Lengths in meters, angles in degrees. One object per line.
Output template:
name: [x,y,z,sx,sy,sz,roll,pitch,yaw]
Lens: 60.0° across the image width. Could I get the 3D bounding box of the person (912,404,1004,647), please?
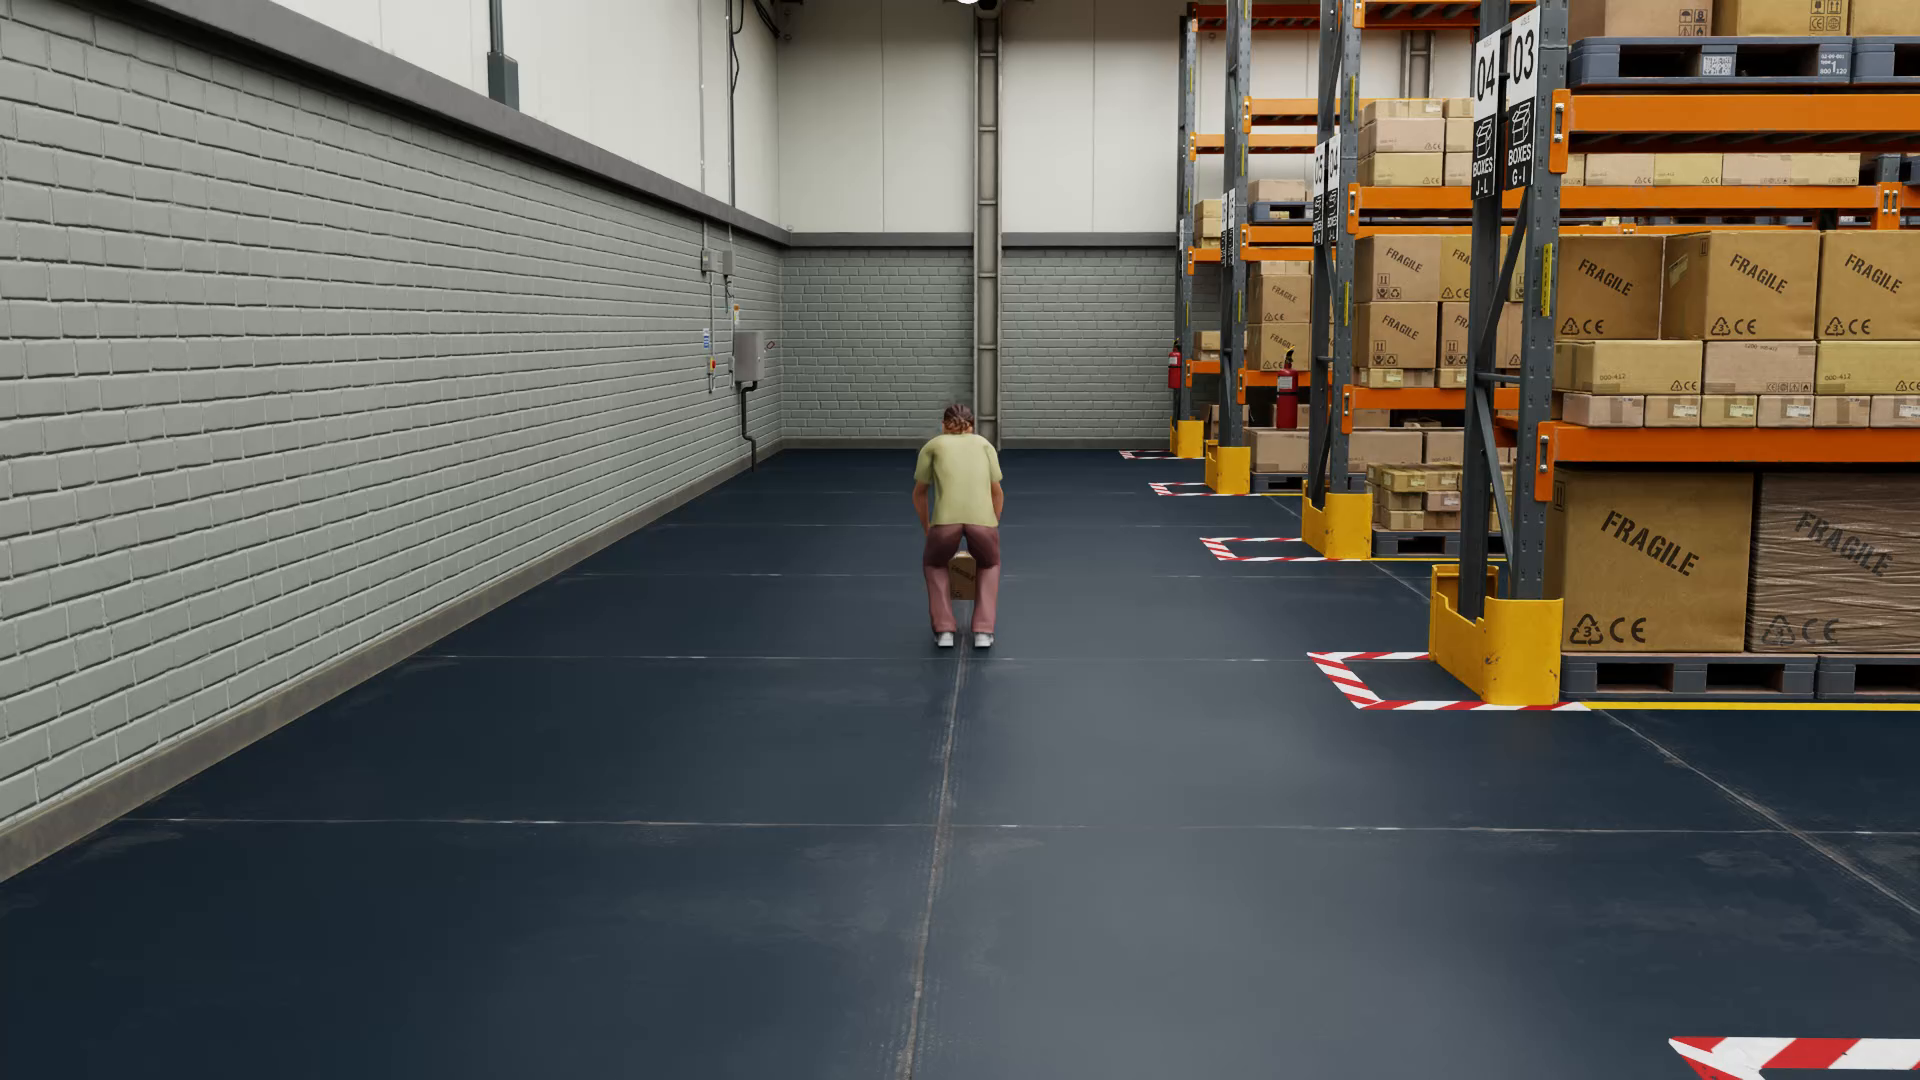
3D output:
person: [-0.013,-0.080,9.267,0.511,1.335,0.665,0,7,1]
